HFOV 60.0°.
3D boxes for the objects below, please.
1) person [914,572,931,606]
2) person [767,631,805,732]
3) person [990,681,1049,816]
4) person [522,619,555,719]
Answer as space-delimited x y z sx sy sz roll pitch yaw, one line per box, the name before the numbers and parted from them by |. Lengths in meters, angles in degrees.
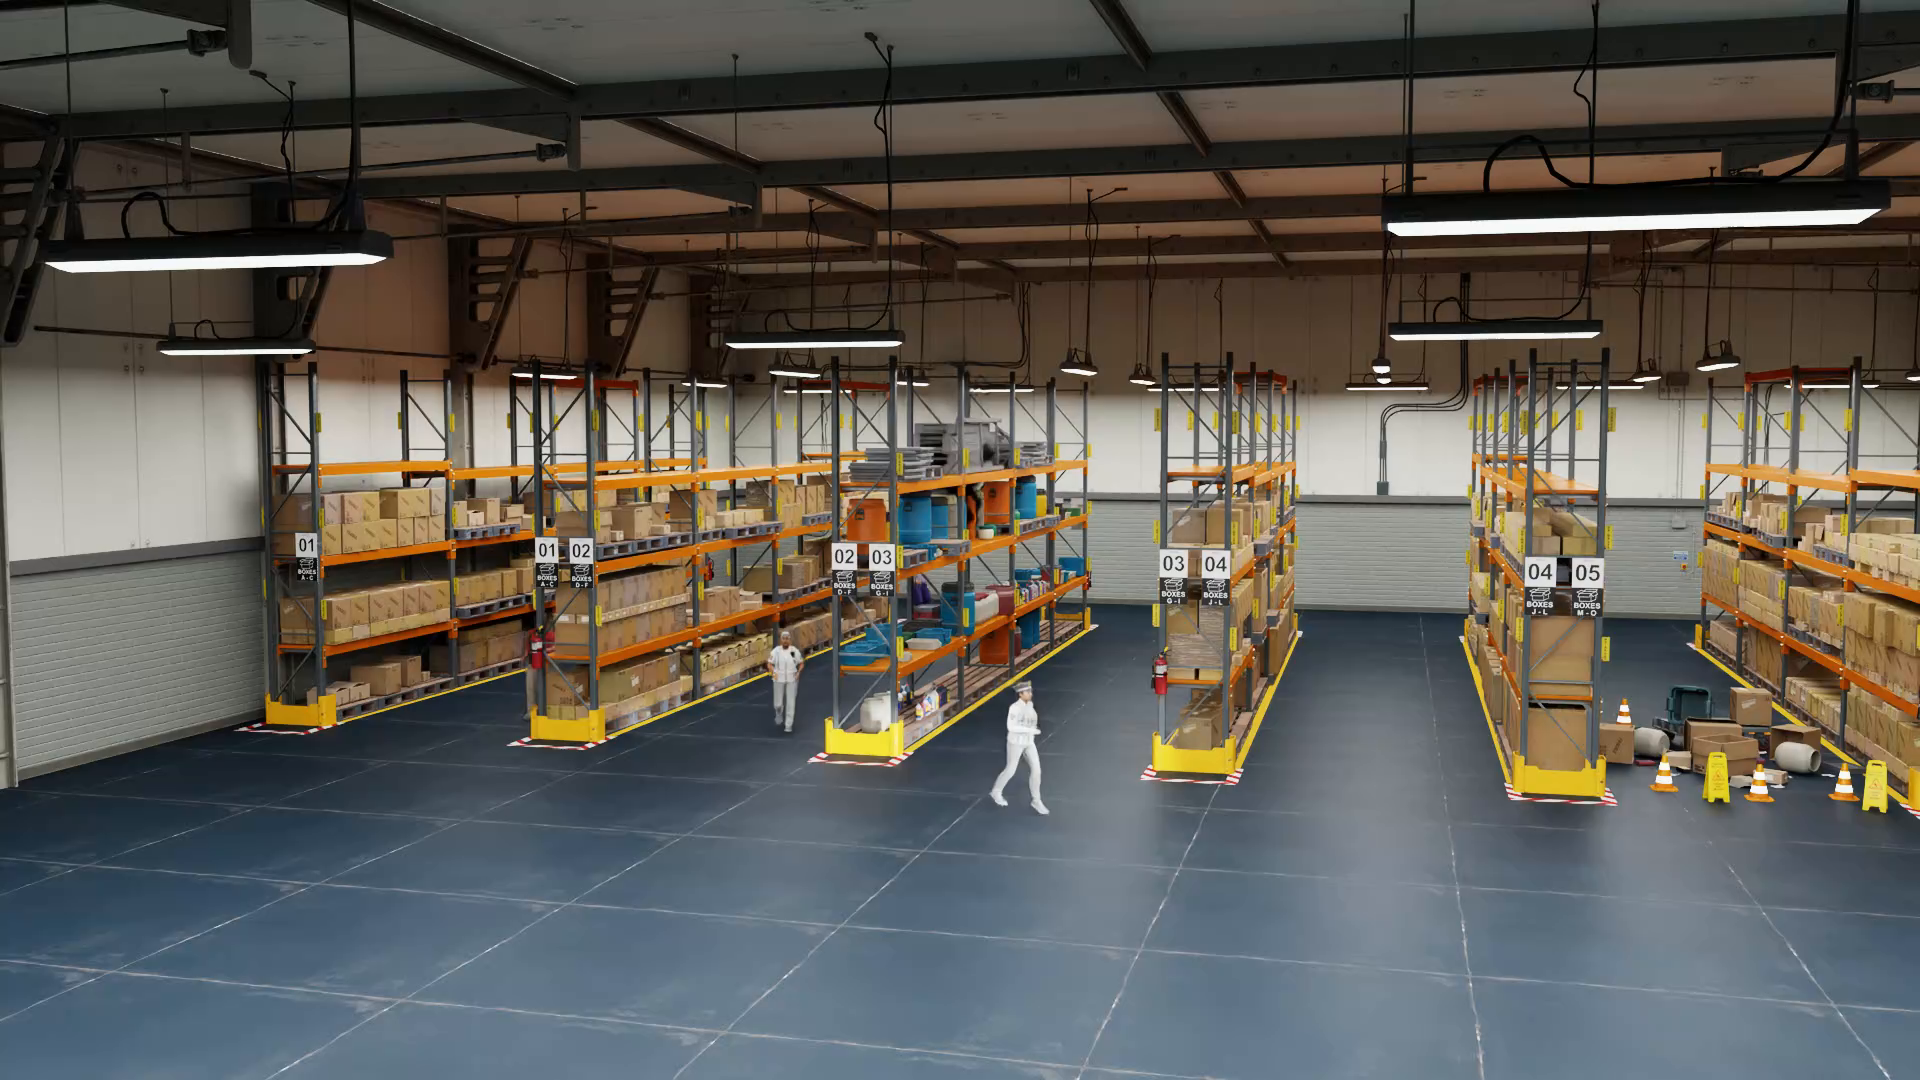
person | -1.019 1.220 42.499 0.658 1.605 0.498 -3 5 -37
person | -2.830 2.297 27.075 0.605 1.601 0.578 0 4 -7
person | 0.755 2.647 21.415 0.562 1.719 0.857 -4 6 -44
person | -7.147 2.139 28.276 0.669 1.705 0.980 1 4 11
